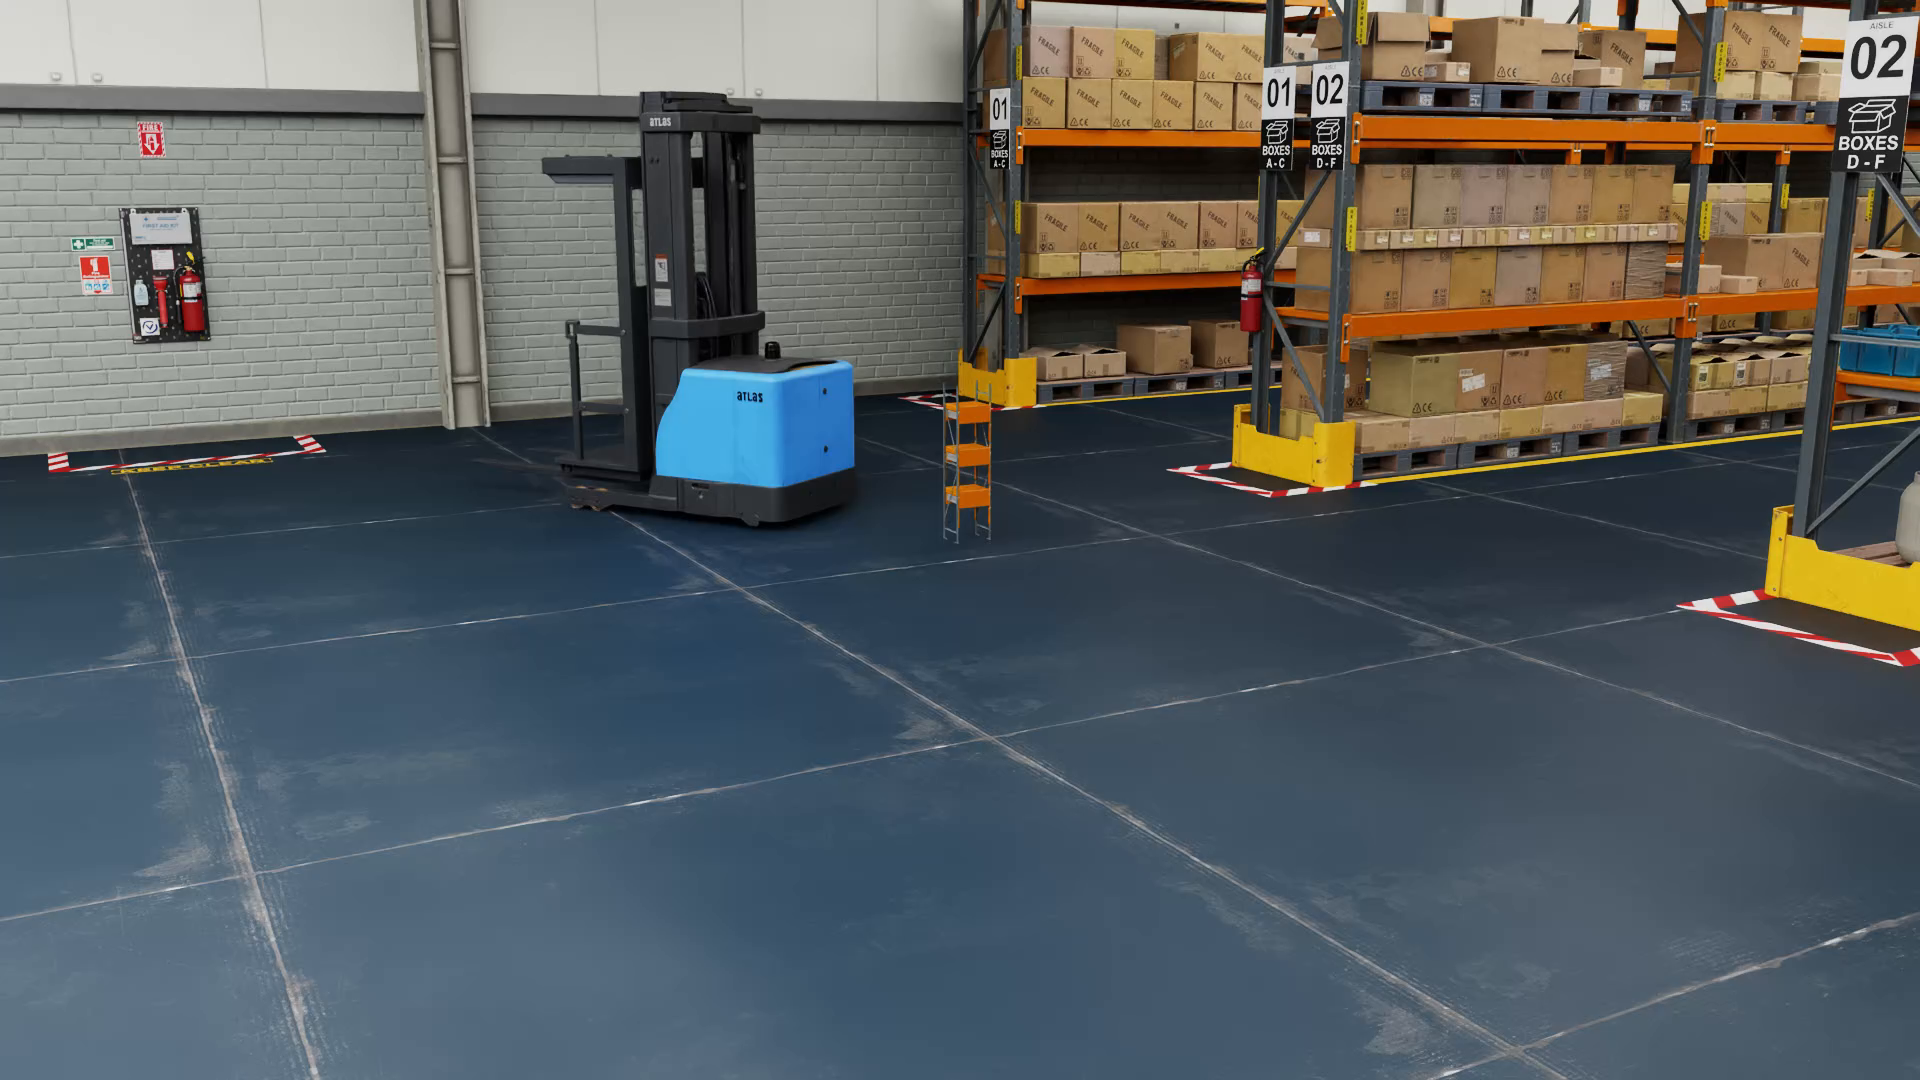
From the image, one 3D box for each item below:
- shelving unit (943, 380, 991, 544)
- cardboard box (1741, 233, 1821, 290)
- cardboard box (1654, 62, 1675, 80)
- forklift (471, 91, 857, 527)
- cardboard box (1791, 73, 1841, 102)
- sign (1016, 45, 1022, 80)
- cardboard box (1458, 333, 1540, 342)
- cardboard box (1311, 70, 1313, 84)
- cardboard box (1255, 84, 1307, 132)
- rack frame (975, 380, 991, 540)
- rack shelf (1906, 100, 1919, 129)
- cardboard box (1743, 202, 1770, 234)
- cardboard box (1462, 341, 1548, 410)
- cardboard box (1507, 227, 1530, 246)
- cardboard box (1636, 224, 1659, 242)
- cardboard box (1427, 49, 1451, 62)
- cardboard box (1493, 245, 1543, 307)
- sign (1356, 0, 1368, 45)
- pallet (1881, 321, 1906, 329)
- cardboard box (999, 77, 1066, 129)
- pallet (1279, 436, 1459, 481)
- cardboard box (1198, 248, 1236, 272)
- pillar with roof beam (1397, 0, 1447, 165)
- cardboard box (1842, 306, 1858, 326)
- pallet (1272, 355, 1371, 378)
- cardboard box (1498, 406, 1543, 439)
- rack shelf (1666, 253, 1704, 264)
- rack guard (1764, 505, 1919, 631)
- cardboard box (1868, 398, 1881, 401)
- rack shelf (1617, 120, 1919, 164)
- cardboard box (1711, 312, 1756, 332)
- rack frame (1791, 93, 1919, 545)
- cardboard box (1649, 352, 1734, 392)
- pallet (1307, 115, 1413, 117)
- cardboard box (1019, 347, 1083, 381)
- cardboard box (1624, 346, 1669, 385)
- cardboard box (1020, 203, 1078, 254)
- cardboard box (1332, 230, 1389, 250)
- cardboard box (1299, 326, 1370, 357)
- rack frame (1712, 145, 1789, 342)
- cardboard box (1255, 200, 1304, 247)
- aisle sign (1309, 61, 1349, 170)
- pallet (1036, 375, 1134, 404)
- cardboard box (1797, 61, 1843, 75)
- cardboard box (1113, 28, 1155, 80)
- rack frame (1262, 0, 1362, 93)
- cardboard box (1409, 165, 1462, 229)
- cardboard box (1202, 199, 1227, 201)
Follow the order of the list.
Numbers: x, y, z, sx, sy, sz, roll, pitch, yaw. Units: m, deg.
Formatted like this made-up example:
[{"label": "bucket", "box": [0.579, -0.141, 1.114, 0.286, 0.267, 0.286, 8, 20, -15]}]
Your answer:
[{"label": "shelving unit", "box": [0.047, -0.518, 11.019, 0.252, 1.050, 0.215, -7, 14, -28]}, {"label": "cardboard box", "box": [7.794, -2.654, 15.844, 0.500, 0.500, 0.500, -7, 14, -28]}, {"label": "cardboard box", "box": [9.543, -6.180, 21.969, 0.500, 0.250, 0.500, -7, 15, -30]}, {"label": "forklift", "box": [-2.292, -1.732, 12.128, 3.031, 2.935, 1.130, 7, 14, 28]}, {"label": "cardboard box", "box": [7.918, -4.204, 15.512, 0.500, 0.250, 0.500, -8, 15, -33]}, {"label": "sign", "box": [0.583, -4.739, 16.510, 0.005, 0.325, 0.100, -7, 14, -28]}, {"label": "cardboard box", "box": [4.776, -1.555, 14.787, 0.500, 0.500, 0.500, -7, 14, -28]}, {"label": "cardboard box", "box": [4.352, -5.133, 19.070, 0.500, 0.500, 0.500, -5, 13, -20]}, {"label": "cardboard box", "box": [3.506, -4.795, 18.478, 0.500, 0.500, 0.500, -6, 14, -26]}, {"label": "rack frame", "box": [0.154, -0.531, 11.076, 0.008, 1.050, 0.200, -7, 14, -28]}, {"label": "rack shelf", "box": [6.825, -2.367, 9.601, 4.000, 0.370, 1.077, -7, 14, -28]}, {"label": "cardboard box", "box": [10.571, -4.322, 22.532, 0.500, 0.500, 0.500, -7, 15, -29]}, {"label": "cardboard box", "box": [4.594, -1.399, 14.092, 0.500, 0.500, 0.500, -7, 14, -28]}, {"label": "cardboard box", "box": [4.496, -2.526, 13.794, 0.250, 0.149, 0.380, -7, 14, -27]}, {"label": "cardboard box", "box": [5.856, -2.690, 14.523, 0.250, 0.149, 0.380, -7, 15, -29]}, {"label": "cardboard box", "box": [4.072, -3.923, 13.803, 0.500, 0.311, 0.500, -5, 14, -21]}, {"label": "cardboard box", "box": [4.473, -2.258, 14.082, 0.500, 0.500, 0.700, -6, 14, -26]}, {"label": "sign", "box": [2.960, -3.820, 12.248, 0.005, 0.325, 0.100, -7, 14, -28]}, {"label": "pallet", "box": [13.702, -3.177, 24.745, 1.213, 0.211, 1.003, -7, 14, -28]}, {"label": "cardboard box", "box": [0.736, -4.462, 17.000, 0.500, 0.500, 0.500, -6, 14, -26]}, {"label": "pallet", "box": [3.350, -0.727, 13.859, 1.213, 0.211, 1.003, -7, 14, -28]}, {"label": "cardboard box", "box": [2.688, -3.096, 18.329, 0.500, 0.250, 0.500, -7, 14, -28]}, {"label": "pillar with roof beam", "box": [7.852, -5.922, 16.928, 0.400, 9.000, 9.100, -7, 14, -28]}, {"label": "cardboard box", "box": [12.455, -3.366, 23.970, 0.500, 0.500, 0.700, -6, 14, -27]}, {"label": "pallet", "box": [4.516, -2.096, 19.941, 1.213, 0.211, 1.003, -7, 14, -28]}, {"label": "cardboard box", "box": [4.594, -1.033, 14.176, 0.500, 0.250, 0.500, -7, 14, -28]}, {"label": "rack shelf", "box": [9.100, -3.654, 22.154, 4.000, 0.370, 1.077, -7, 14, -28]}, {"label": "rack guard", "box": [5.114, 0.158, 9.267, 0.348, 0.500, 1.175, -7, 14, -28]}, {"label": "cardboard box", "box": [8.926, -1.547, 16.456, 0.500, 0.250, 0.500, -7, 14, -29]}, {"label": "rack shelf", "box": [7.966, -3.743, 15.714, 4.000, 0.370, 1.077, -7, 14, -28]}, {"label": "cardboard box", "box": [10.347, -3.278, 22.784, 0.750, 0.750, 0.750, -7, 14, -27]}, {"label": "rack frame", "box": [5.069, -1.044, 8.916, 0.127, 3.000, 1.000, -7, 14, -28]}, {"label": "cardboard box", "box": [6.692, -1.552, 15.204, 0.500, 0.311, 0.500, -7, 14, -28]}, {"label": "pallet", "box": [4.426, -4.790, 19.158, 1.003, 0.211, 1.213, -7, 14, -28]}, {"label": "cardboard box", "box": [0.973, -1.912, 17.893, 0.500, 0.311, 0.500, -9, 15, -34]}, {"label": "cardboard box", "box": [6.428, -1.655, 15.659, 0.500, 0.311, 0.500, -7, 14, -28]}, {"label": "cardboard box", "box": [0.886, -3.248, 17.298, 0.500, 0.500, 0.500, -7, 14, -28]}, {"label": "cardboard box", "box": [3.147, -2.364, 13.077, 0.250, 0.149, 0.380, -7, 14, -28]}, {"label": "cardboard box", "box": [4.472, -2.450, 19.854, 0.500, 0.500, 0.700, -6, 14, -26]}, {"label": "rack frame", "box": [10.855, -4.216, 23.009, 0.127, 3.000, 1.000, -7, 14, -28]}, {"label": "cardboard box", "box": [3.567, -3.567, 18.716, 0.500, 0.500, 0.500, -7, 14, -28]}, {"label": "aisle sign", "box": [2.788, -3.201, 12.581, 0.004, 0.787, 0.394, -7, 14, -28]}, {"label": "pallet", "box": [1.119, -1.680, 18.091, 1.213, 0.211, 1.003, -7, 14, -28]}, {"label": "cardboard box", "box": [11.615, -6.246, 22.650, 0.500, 0.500, 0.500, -7, 14, -28]}, {"label": "cardboard box", "box": [1.686, -5.056, 17.360, 0.500, 0.500, 0.500, -6, 14, -26]}, {"label": "rack frame", "box": [2.699, -4.926, 12.501, 0.127, 3.000, 1.000, -7, 14, -28]}, {"label": "cardboard box", "box": [3.621, -2.789, 13.489, 0.500, 0.500, 0.700, -7, 15, -29]}, {"label": "cardboard box", "box": [2.865, -3.614, 18.922, 0.500, 0.500, 0.500, -7, 14, -28]}]
